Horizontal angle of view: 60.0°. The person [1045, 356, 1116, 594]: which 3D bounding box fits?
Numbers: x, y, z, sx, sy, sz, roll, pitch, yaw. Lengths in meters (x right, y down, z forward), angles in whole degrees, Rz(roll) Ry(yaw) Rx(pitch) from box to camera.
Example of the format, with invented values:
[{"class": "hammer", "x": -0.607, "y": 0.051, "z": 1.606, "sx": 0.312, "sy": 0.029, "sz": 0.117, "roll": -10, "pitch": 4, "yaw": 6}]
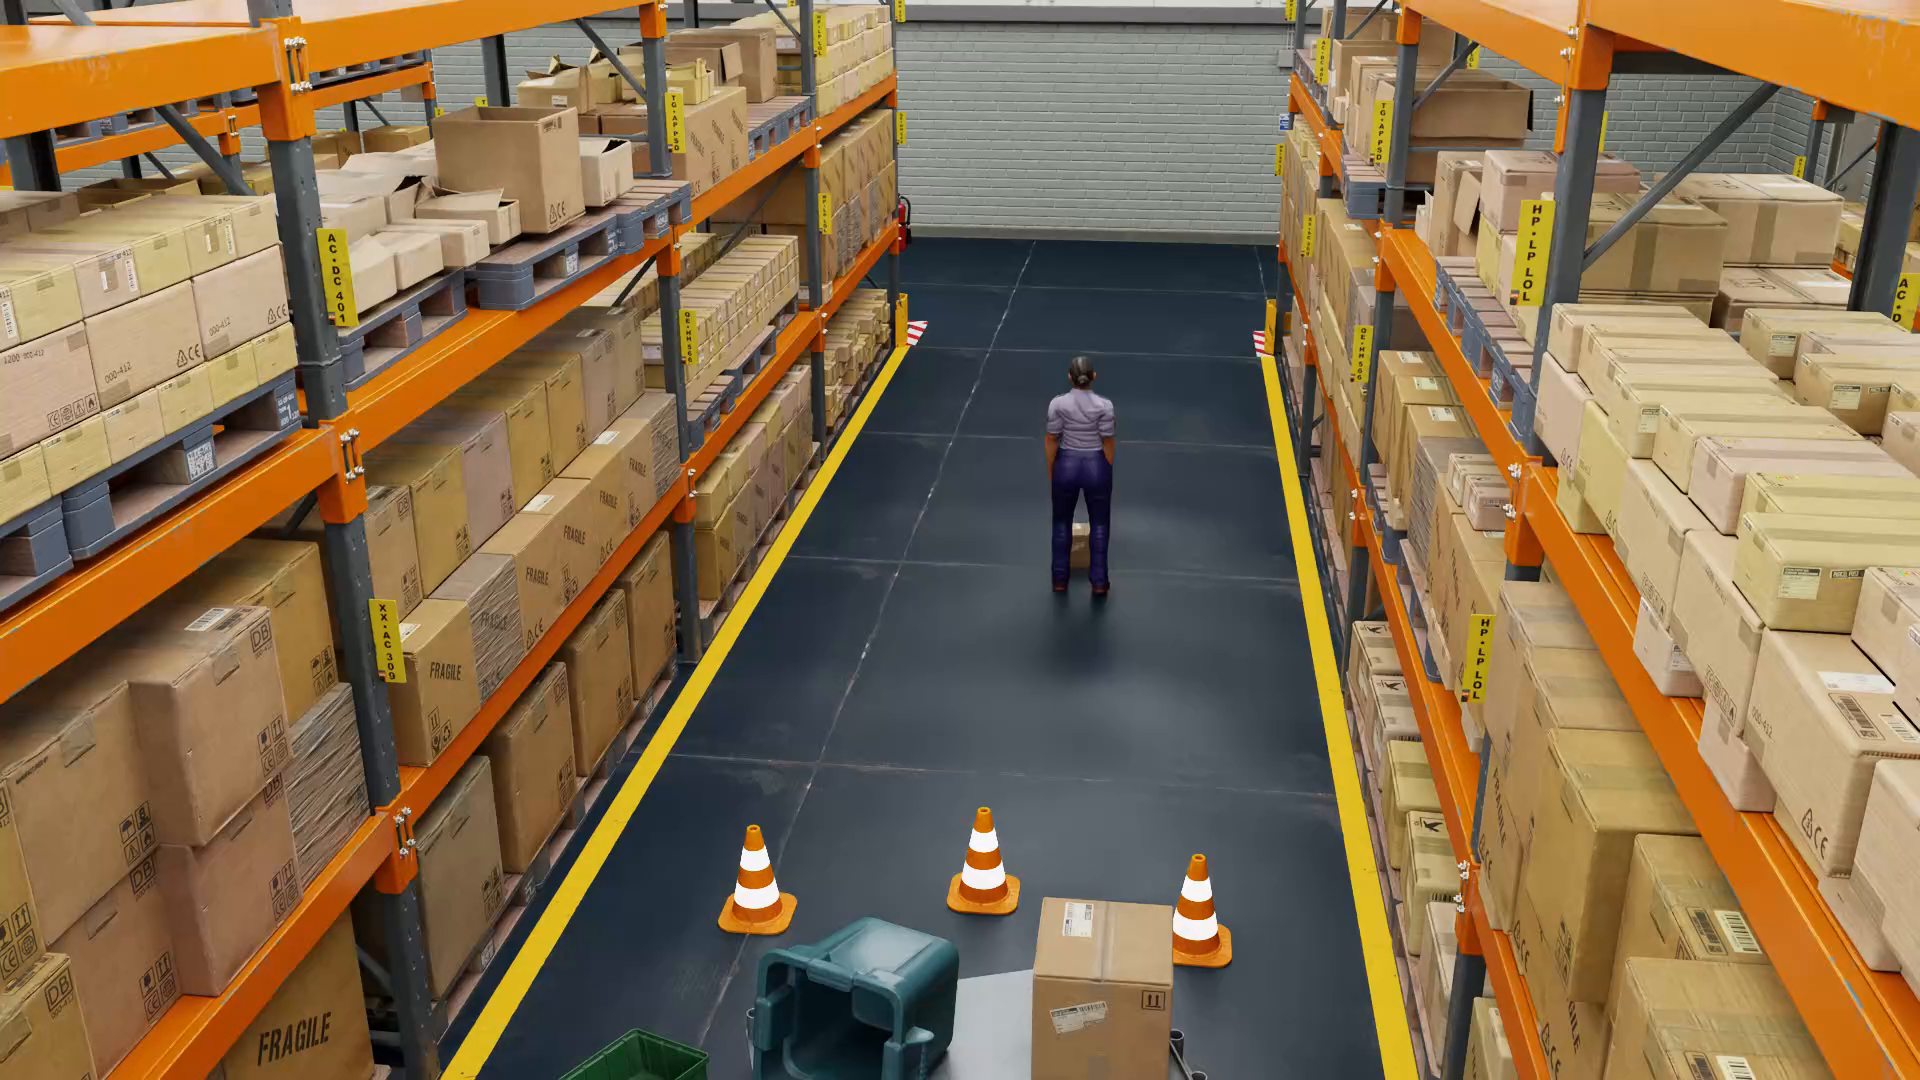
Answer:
[{"class": "person", "x": 0.807, "y": -0.432, "z": 11.253, "sx": 0.470, "sy": 1.639, "sz": 0.342, "roll": 3, "pitch": 22, "yaw": 7}]
